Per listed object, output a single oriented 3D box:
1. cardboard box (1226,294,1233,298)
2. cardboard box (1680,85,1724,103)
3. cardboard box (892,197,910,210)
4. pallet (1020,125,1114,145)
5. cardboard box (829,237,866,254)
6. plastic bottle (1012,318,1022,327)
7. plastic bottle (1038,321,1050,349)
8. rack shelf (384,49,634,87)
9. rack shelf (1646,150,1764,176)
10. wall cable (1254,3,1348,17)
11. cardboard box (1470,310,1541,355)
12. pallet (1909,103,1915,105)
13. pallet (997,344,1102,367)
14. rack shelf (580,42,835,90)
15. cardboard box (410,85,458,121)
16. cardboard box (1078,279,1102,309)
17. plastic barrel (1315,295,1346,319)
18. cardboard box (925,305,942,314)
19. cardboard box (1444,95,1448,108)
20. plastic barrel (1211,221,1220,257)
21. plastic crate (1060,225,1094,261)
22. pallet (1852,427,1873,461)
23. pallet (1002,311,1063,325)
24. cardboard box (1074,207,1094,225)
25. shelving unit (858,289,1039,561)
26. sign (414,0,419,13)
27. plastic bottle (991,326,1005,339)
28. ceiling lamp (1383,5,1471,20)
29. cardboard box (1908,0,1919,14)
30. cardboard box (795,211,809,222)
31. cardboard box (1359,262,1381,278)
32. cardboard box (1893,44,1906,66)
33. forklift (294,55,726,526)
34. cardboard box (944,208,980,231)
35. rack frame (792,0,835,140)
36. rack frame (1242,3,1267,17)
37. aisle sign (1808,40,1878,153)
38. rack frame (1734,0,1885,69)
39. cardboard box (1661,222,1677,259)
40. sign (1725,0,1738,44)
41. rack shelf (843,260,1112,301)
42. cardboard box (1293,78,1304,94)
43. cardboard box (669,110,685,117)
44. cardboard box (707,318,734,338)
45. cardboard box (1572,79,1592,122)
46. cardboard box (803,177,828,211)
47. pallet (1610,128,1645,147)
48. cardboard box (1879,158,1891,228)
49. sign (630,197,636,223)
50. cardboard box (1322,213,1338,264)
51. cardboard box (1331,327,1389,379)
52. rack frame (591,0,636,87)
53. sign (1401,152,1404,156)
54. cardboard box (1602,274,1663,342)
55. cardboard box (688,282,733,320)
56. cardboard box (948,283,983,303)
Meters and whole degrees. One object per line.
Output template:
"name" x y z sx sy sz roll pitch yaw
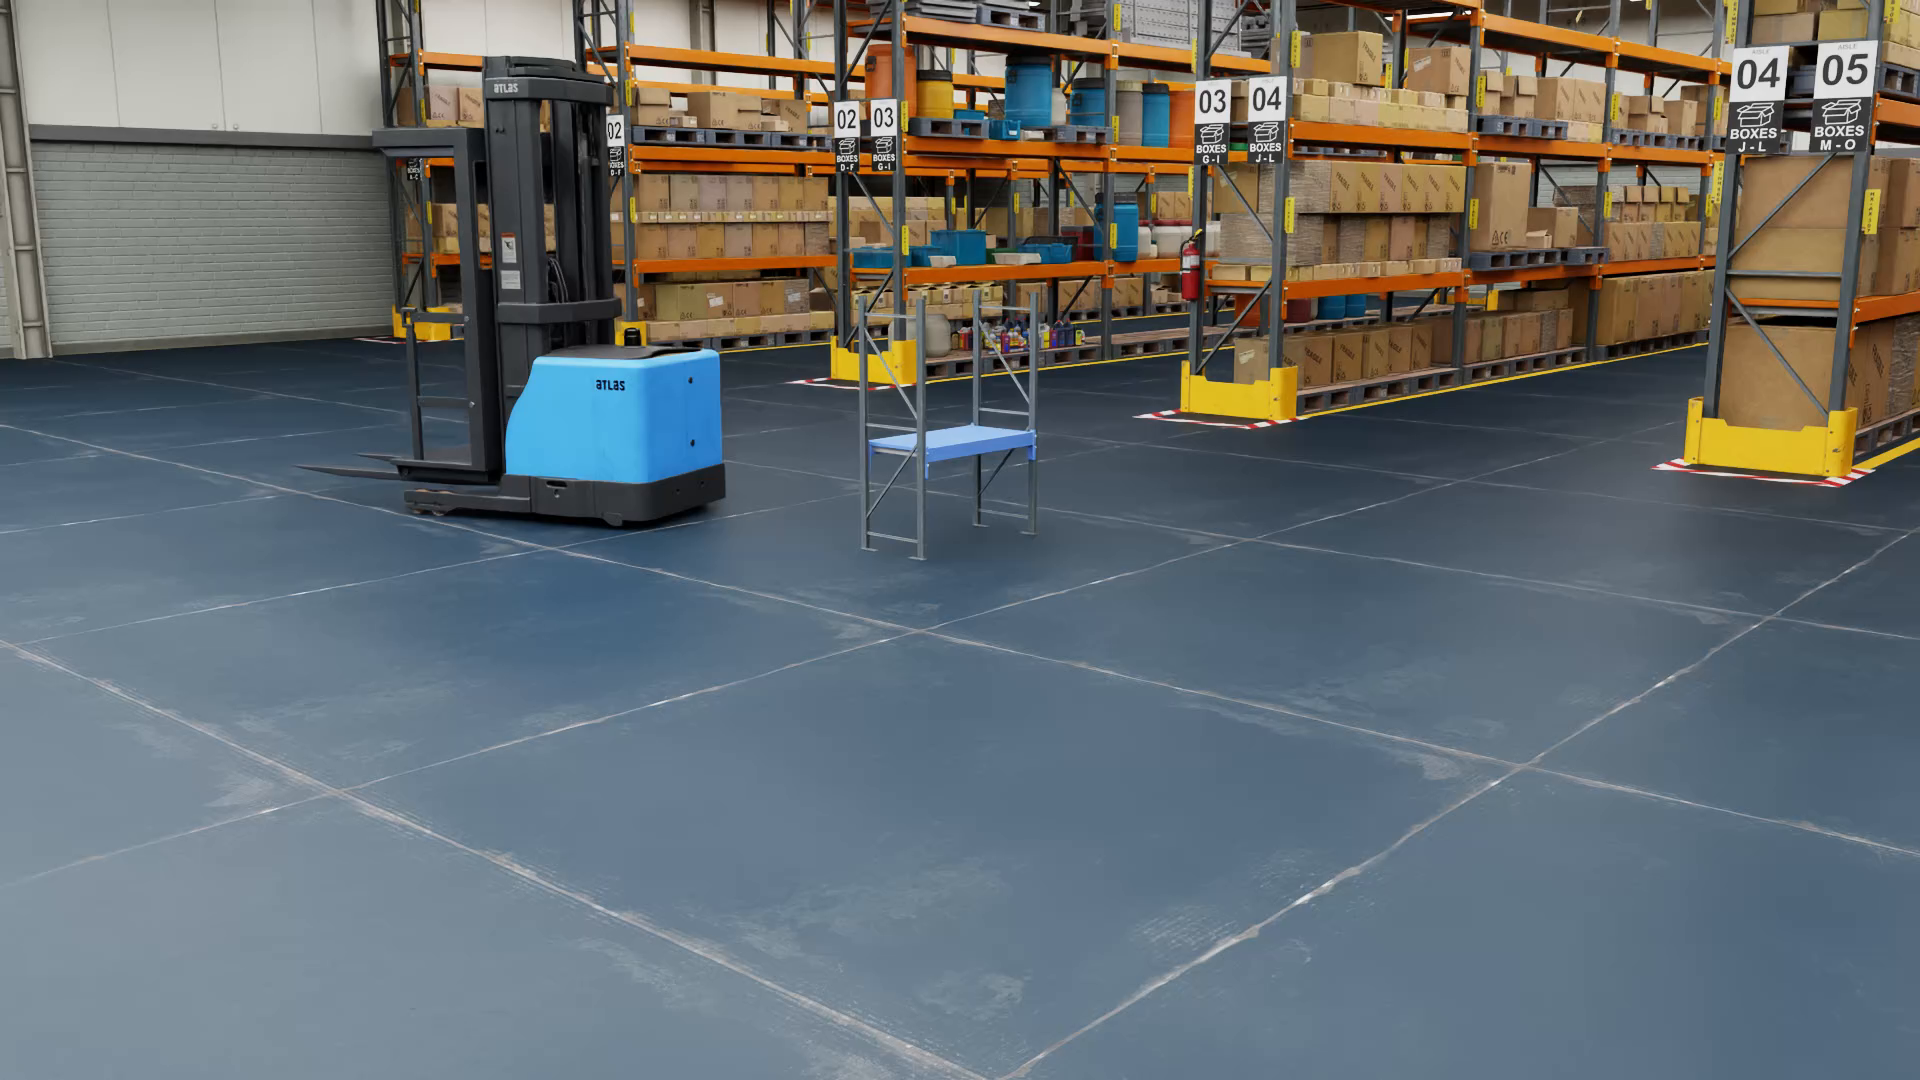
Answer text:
"cardboard box" 5.302 -5.004 33.717 0.380 0.166 0.250 10 15 40
"cardboard box" 11.235 -6.748 25.181 0.500 0.250 0.500 9 14 37
"cardboard box" -1.350 -6.710 33.170 0.500 0.250 0.500 10 15 41
"pallet" 1.205 -5.190 21.364 1.213 0.211 1.003 10 15 40
"cardboard box" -1.818 -4.576 25.849 0.500 0.250 0.500 11 16 44
"plastic bottle" 0.764 -2.783 22.124 0.144 0.351 0.185 10 15 42
"plastic bottle" 1.060 -2.640 21.410 0.144 0.351 0.185 10 15 40
"rack shelf" -7.154 -7.505 26.657 1.077 0.370 4.000 10 15 40
"rack shelf" 11.930 -5.880 26.171 1.077 0.370 4.000 10 15 40
"wall cable" 8.122 -11.309 38.892 3.097 2.526 0.112 10 15 40
"cardboard box" 6.816 -2.600 20.831 0.500 0.500 0.700 -11 15 -43
"pallet" 8.440 -3.943 14.862 1.003 0.211 1.213 10 15 40
"pallet" 1.134 -2.470 22.039 1.003 0.211 1.213 10 15 40
"rack shelf" -3.430 -6.671 23.492 1.077 0.370 4.000 10 15 40
"cardboard box" -8.037 -6.669 25.424 0.500 0.500 0.500 8 14 36
"cardboard box" 2.396 -4.484 30.261 0.500 0.500 0.500 10 15 41
"plastic barrel" 6.050 -4.103 27.380 0.600 0.901 0.708 10 15 40
"cardboard box" -0.643 -3.683 26.941 0.500 0.250 0.500 10 15 41
"cardboard box" 5.086 -4.771 18.145 0.380 0.149 0.250 10 15 41
"plastic barrel" 3.730 -4.395 24.273 0.421 0.512 0.421 0 11 0
"plastic crate" 1.698 -4.073 22.782 0.402 0.464 0.583 10 15 40
"pallet" 6.816 -0.806 13.709 1.003 0.211 1.213 10 15 40
"pallet" 1.052 -3.898 29.188 1.003 0.211 1.213 10 15 40
"cardboard box" 2.051 -5.736 29.944 0.700 0.500 0.500 6 13 26
"shelving unit" -0.056 -0.723 10.001 0.538 1.500 1.048 10 15 40
"sign" -8.067 -7.992 24.662 0.100 0.325 0.005 10 15 40
"plastic bottle" 0.486 -2.640 21.602 0.152 0.276 0.135 10 15 40
"ceiling lamp" 9.460 -12.213 33.478 2.000 3.185 0.800 10 15 40
"cardboard box" 7.142 -4.122 12.810 0.380 0.149 0.250 10 15 40
"cardboard box" -2.464 -4.796 24.655 0.380 0.149 0.250 9 15 39
"cardboard box" 4.119 -2.798 17.204 0.380 0.149 0.250 10 15 40
"cardboard box" 6.982 -3.695 12.709 0.380 0.149 0.250 10 15 41
"forklift" -3.158 -1.687 11.174 3.031 2.935 1.130 5 12 22
"cardboard box" -0.182 -6.614 34.900 0.980 0.700 0.700 10 15 41
"rack frame" -2.110 -7.514 24.856 1.000 3.000 0.127 10 15 40
"rack frame" 5.811 -9.279 33.695 1.000 3.000 0.127 10 15 40
"aisle sign" 6.526 -3.272 12.295 0.394 0.787 0.004 10 15 40
"rack frame" 6.347 -4.988 12.209 1.000 3.000 0.127 10 15 40
"cardboard box" 9.835 -4.263 23.640 0.500 0.500 0.500 10 15 40
"sign" 5.949 -3.984 12.785 0.100 0.325 0.005 10 15 40
"rack shelf" 0.288 -3.284 20.831 1.077 0.370 4.000 10 15 40
"cardboard box" 3.044 -4.306 15.816 0.380 0.149 0.250 10 15 40
"cardboard box" -4.189 -5.859 23.182 0.500 0.250 0.500 10 15 40
"cardboard box" -3.572 -3.039 23.715 0.500 0.250 0.500 10 15 40
"cardboard box" 7.512 -5.465 20.724 0.500 0.500 0.500 10 15 40
"cardboard box" -2.398 -5.191 24.975 0.700 0.500 0.500 10 15 41
"pallet" 8.354 -5.359 22.208 1.213 0.211 1.003 11 16 43
"cardboard box" 6.915 -2.791 13.389 0.875 0.550 0.550 10 15 40
"sign" -4.338 -4.374 22.040 0.100 0.325 0.005 10 15 40
"cardboard box" 3.312 -3.063 16.876 0.875 0.500 0.500 10 15 40
"cardboard box" 4.311 -2.030 18.028 0.500 0.500 0.500 8 14 35
"rack frame" -5.834 -8.154 28.059 1.000 3.000 0.127 10 15 40
"sign" 7.301 -6.512 27.475 0.100 0.325 0.005 10 15 40
"cardboard box" 9.035 -3.272 23.288 1.225 0.875 0.875 10 15 41
"cardboard box" -3.580 -3.408 23.649 0.500 0.500 0.500 10 15 40
"cardboard box" 0.031 -4.107 27.631 0.500 0.311 0.500 9 15 39
